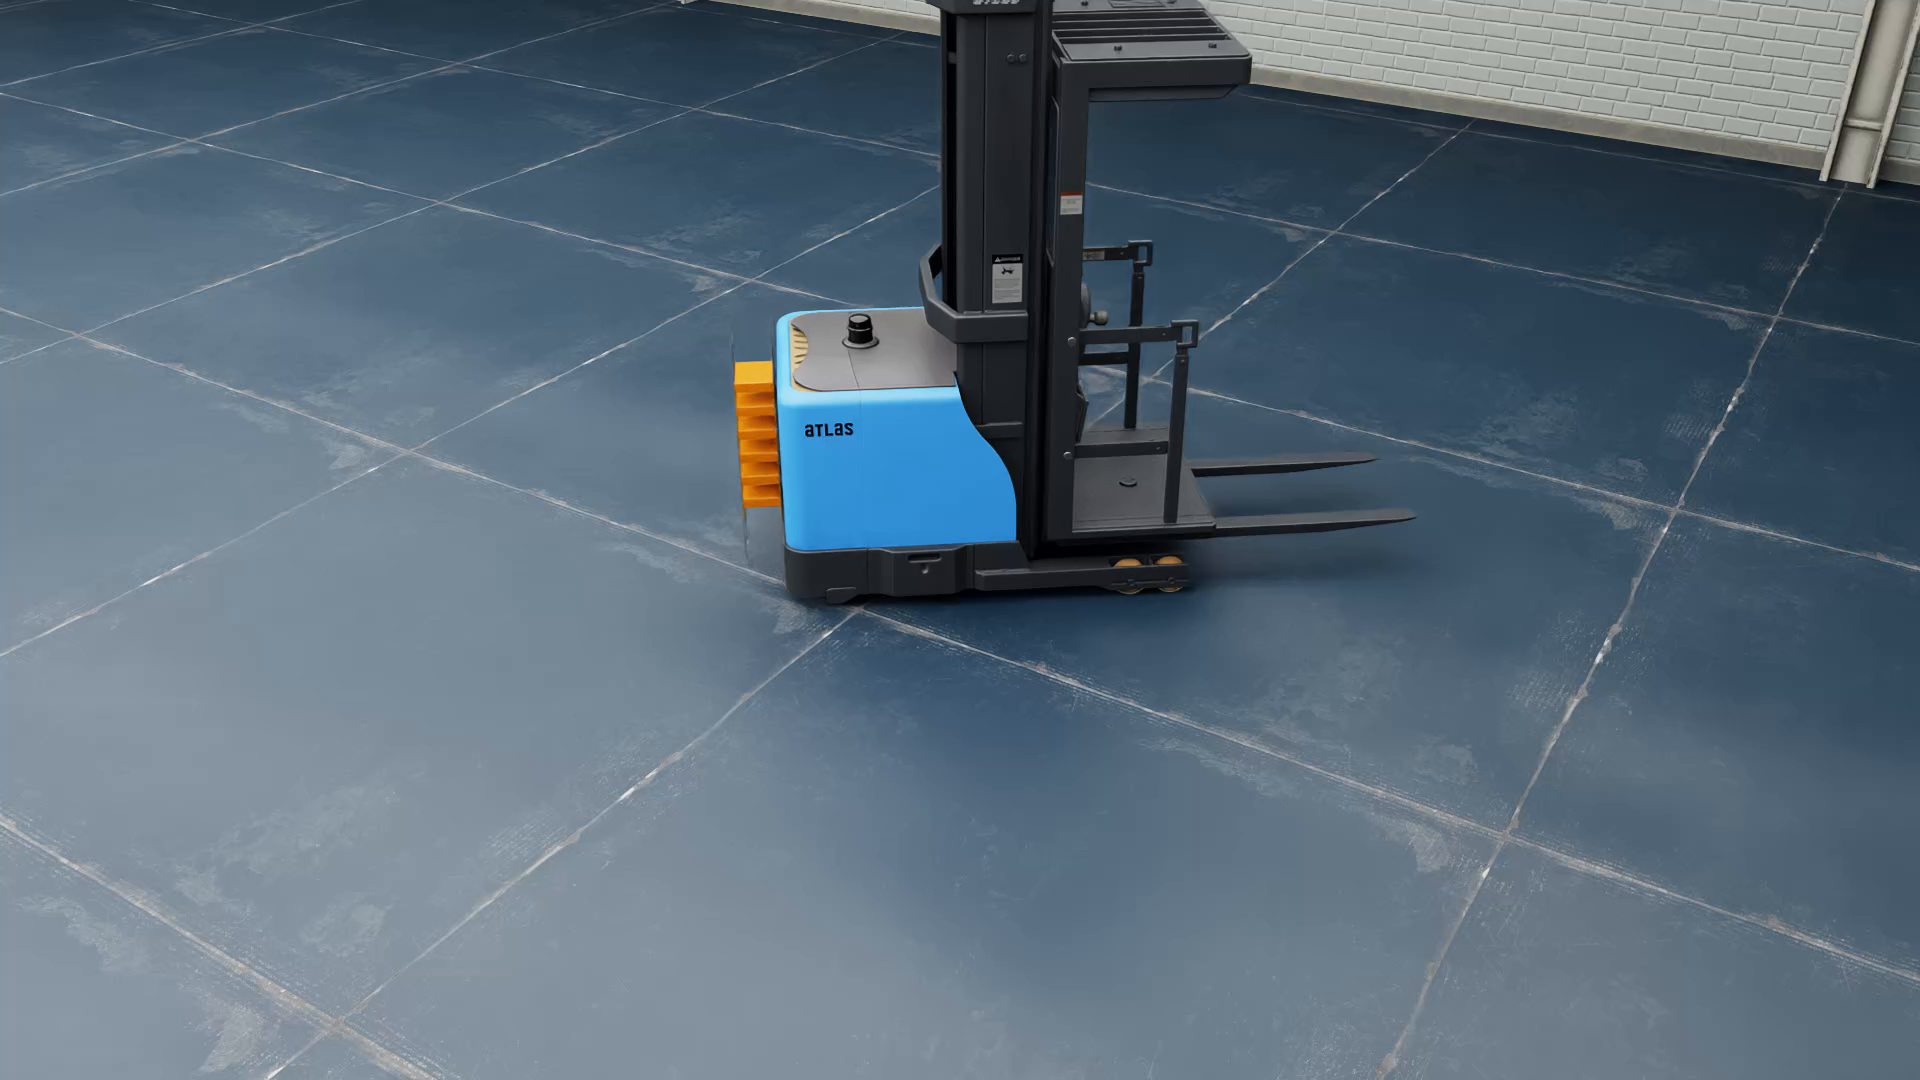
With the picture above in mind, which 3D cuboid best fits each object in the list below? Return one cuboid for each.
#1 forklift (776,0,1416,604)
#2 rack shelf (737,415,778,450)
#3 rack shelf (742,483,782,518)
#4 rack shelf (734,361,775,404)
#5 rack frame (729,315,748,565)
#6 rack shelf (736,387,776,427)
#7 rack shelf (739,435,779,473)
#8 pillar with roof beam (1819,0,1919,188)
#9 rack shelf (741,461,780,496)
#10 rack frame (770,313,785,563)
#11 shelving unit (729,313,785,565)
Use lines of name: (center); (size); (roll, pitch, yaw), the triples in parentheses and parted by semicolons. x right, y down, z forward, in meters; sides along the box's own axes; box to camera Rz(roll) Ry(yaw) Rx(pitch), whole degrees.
forklift: (0.657, -1.273, 7.524); (3.031, 2.935, 1.130); (-3, 30, -5)
rack shelf: (-0.951, -0.527, 7.813); (0.180, 0.103, 0.258); (-3, 30, -5)
rack shelf: (-0.951, -0.216, 7.995); (0.180, 0.103, 0.258); (-3, 30, -5)
rack shelf: (-0.951, -0.735, 7.692); (0.180, 0.103, 0.258); (-3, 30, -5)
rack frame: (-1.042, -0.457, 7.843); (0.006, 1.200, 0.240); (-3, 30, -5)
rack shelf: (-0.951, -0.631, 7.753); (0.180, 0.103, 0.258); (-3, 30, -5)
rack shelf: (-0.951, -0.424, 7.874); (0.180, 0.103, 0.258); (-3, 30, -5)
pillar with roof beam: (4.738, -4.902, 7.723); (0.400, 9.000, 9.100); (18, 35, 27)
rack shelf: (-0.951, -0.320, 7.934); (0.180, 0.103, 0.258); (-3, 30, -5)
rack frame: (-0.860, -0.467, 7.859); (0.006, 1.200, 0.240); (-3, 30, -5)
shelving unit: (-0.951, -0.462, 7.851); (0.189, 1.200, 0.258); (-3, 30, -5)
